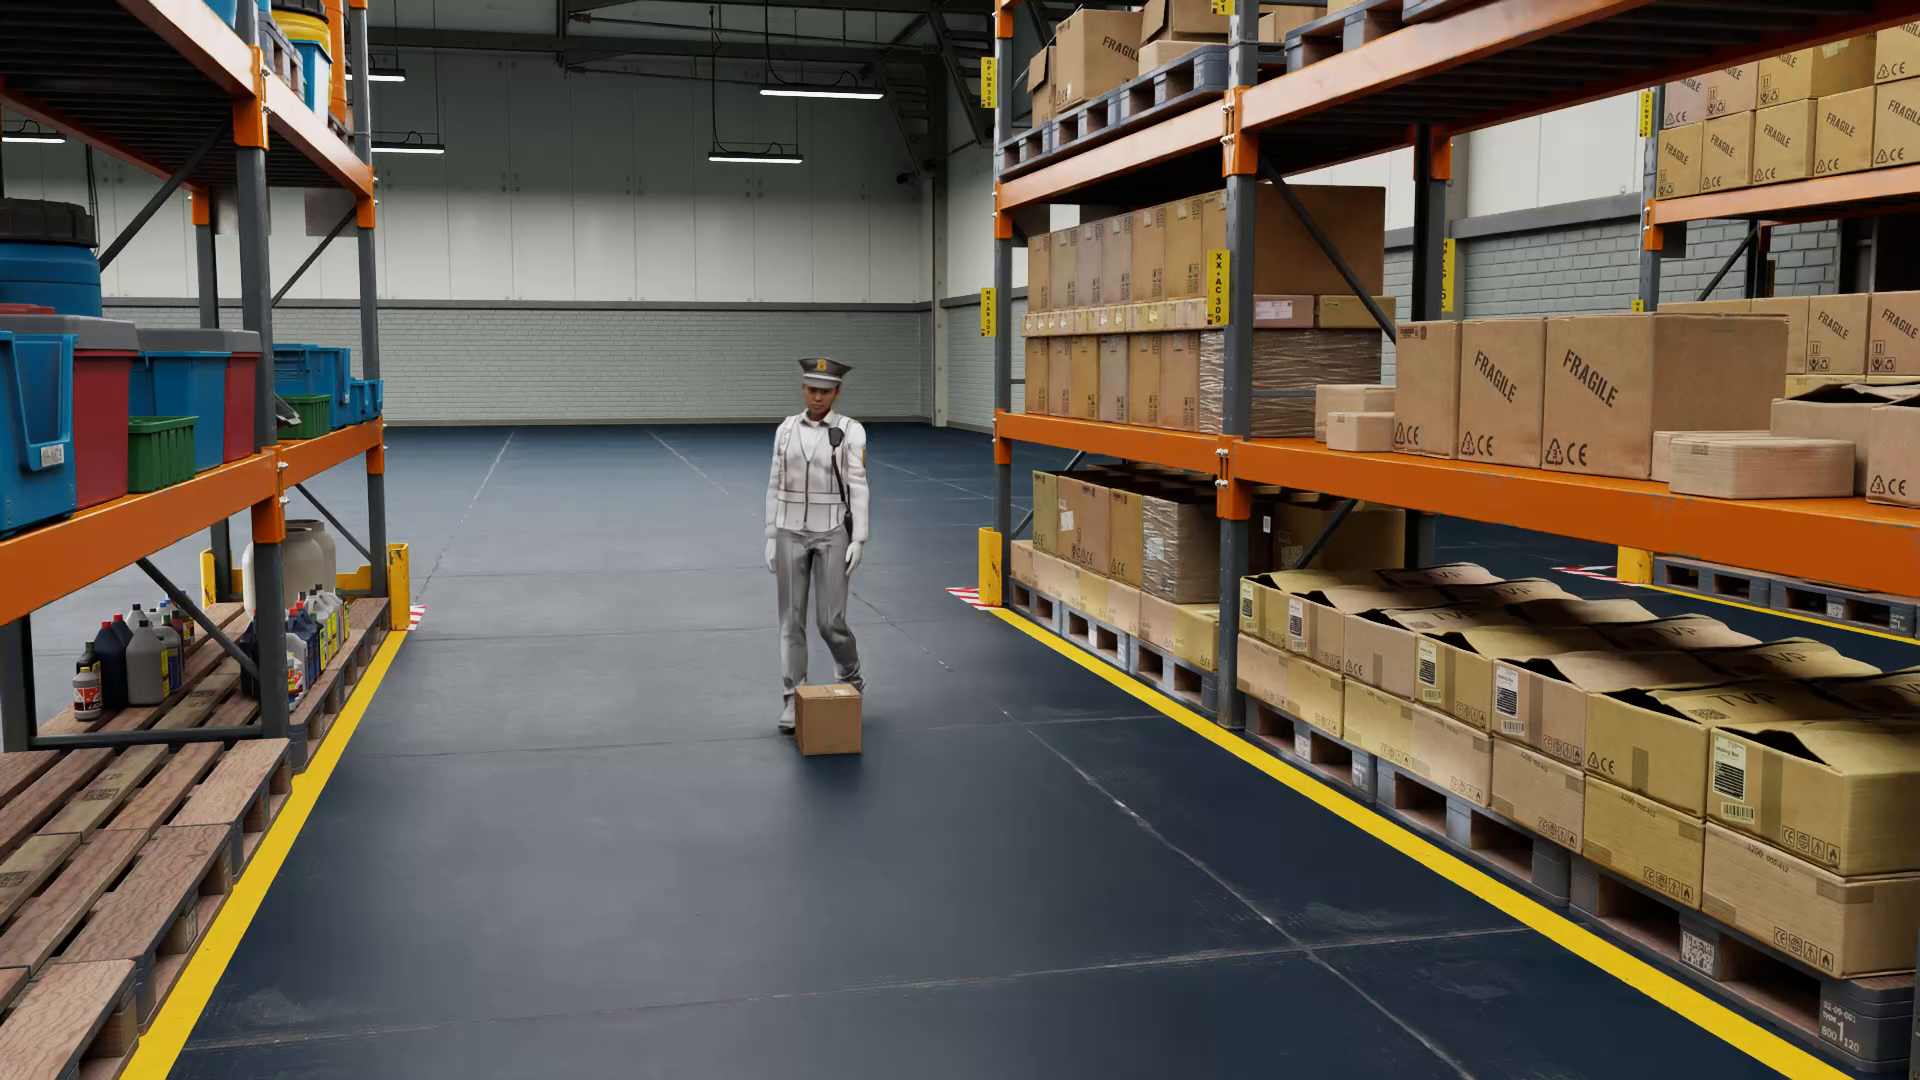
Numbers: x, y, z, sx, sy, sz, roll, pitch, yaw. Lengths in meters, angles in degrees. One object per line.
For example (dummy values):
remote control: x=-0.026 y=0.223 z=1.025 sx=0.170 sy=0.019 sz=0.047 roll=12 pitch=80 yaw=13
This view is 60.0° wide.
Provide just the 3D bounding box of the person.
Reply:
person: x=-0.661 y=0.005 z=7.522 sx=0.503 sy=1.656 sz=0.504 roll=1 pitch=6 yaw=12
